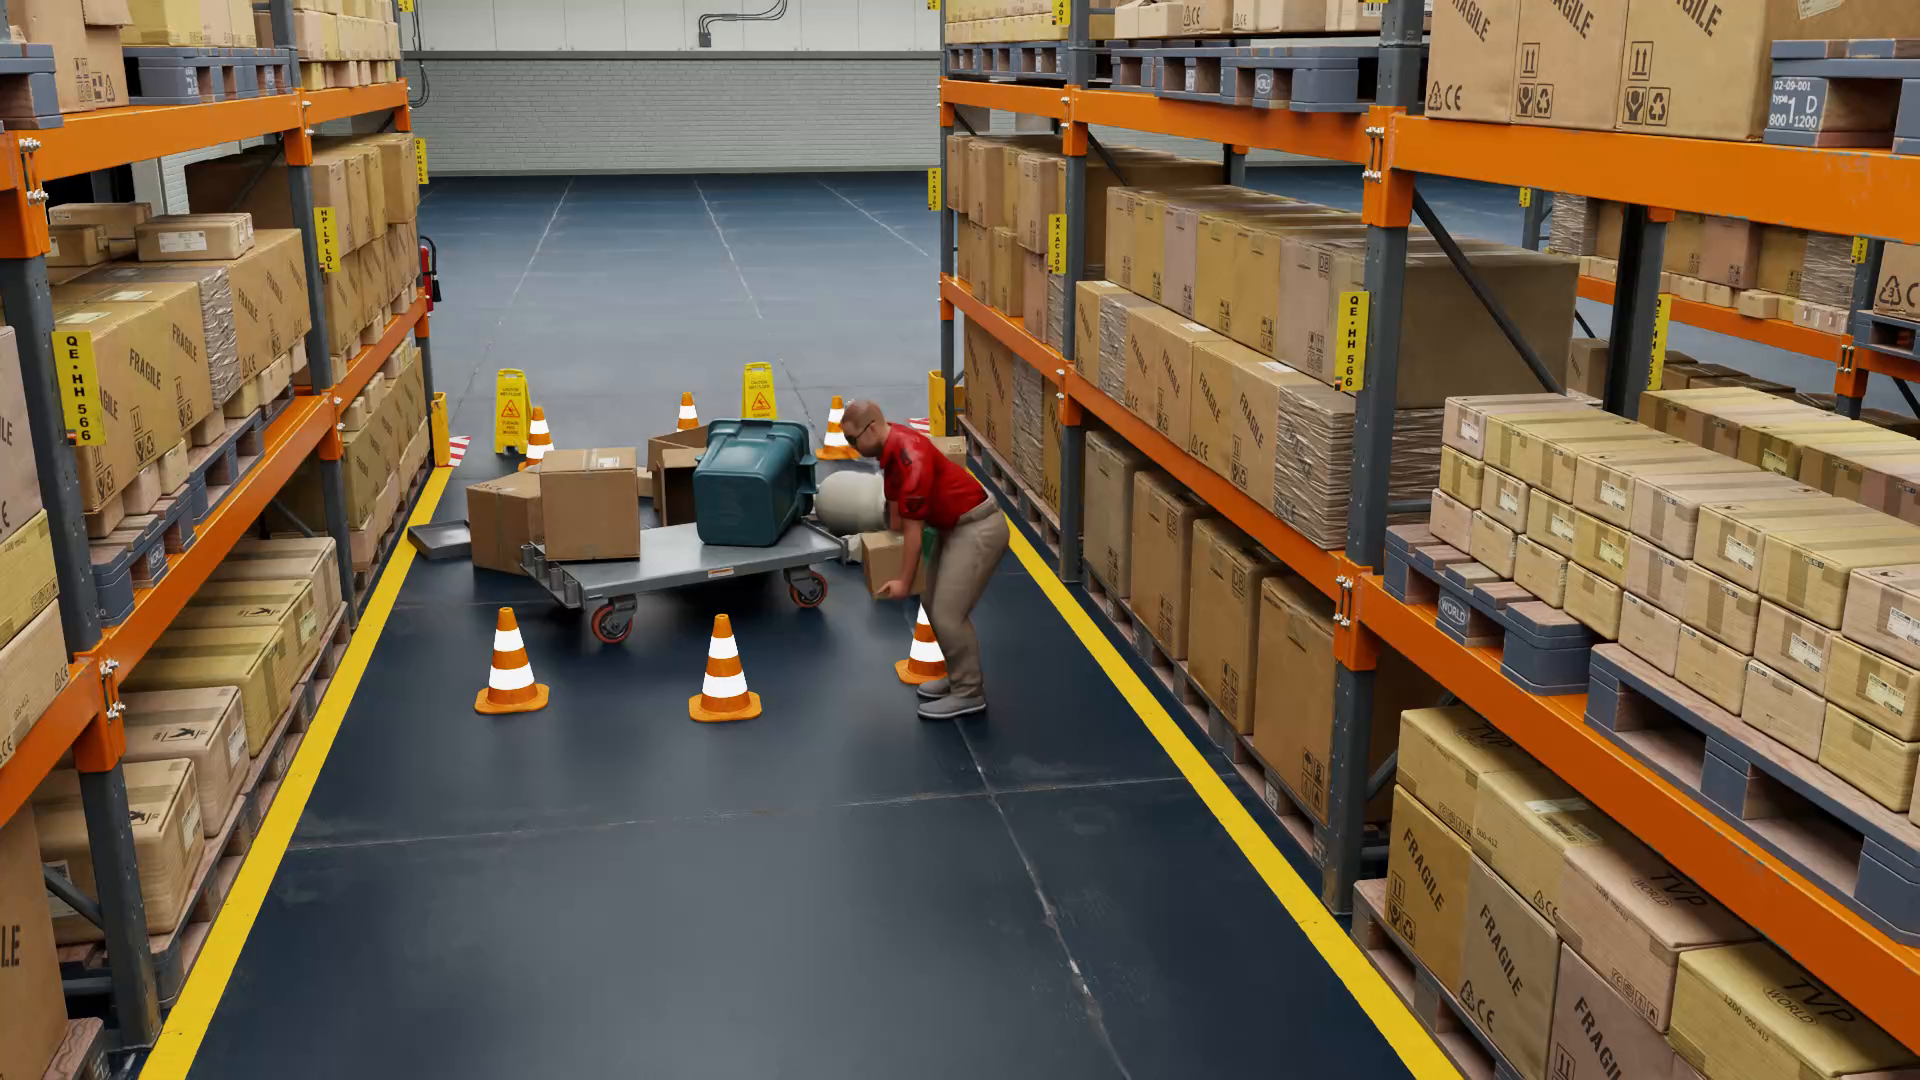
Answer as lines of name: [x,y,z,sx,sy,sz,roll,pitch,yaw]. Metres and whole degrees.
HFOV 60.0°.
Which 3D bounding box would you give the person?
person: [-0.159,0.078,7.715,0.772,1.502,0.488,-3,17,-12]
